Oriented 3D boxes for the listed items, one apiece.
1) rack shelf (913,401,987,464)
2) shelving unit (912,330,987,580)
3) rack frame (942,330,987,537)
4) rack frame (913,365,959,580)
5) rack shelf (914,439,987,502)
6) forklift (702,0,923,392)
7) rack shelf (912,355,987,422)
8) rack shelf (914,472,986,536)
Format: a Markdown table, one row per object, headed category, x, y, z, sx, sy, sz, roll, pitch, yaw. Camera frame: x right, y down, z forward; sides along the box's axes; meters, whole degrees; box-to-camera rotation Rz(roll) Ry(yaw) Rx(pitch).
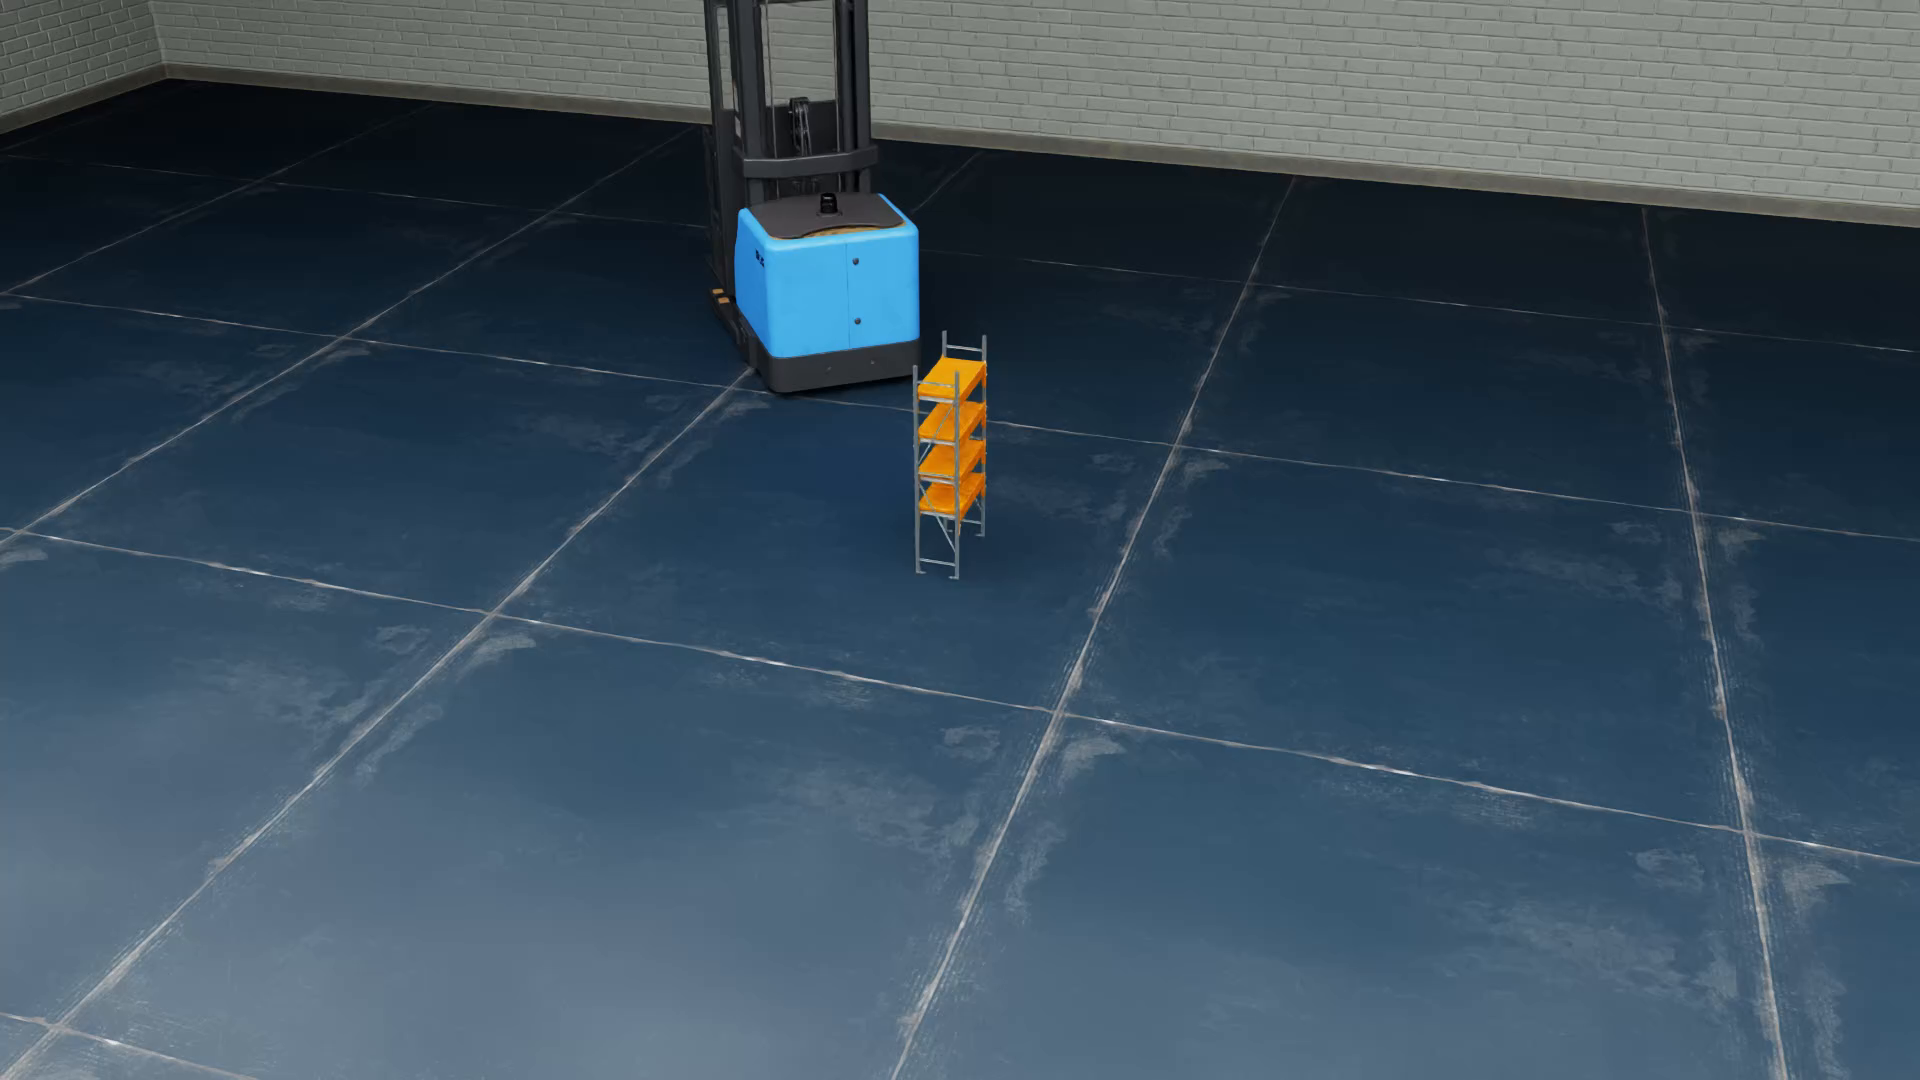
| category | x | y | z | sx | sy | sz | roll | pitch | yaw |
| --- | --- | --- | --- | --- | --- | --- | --- | --- | --- |
| rack shelf | -0.049 | -0.584 | 8.744 | 0.258 | 0.148 | 0.480 | 8 | 30 | 15 |
| shelving unit | -0.049 | -0.447 | 8.820 | 0.258 | 1.200 | 0.503 | 8 | 30 | 15 |
| rack frame | 0.023 | -0.561 | 9.024 | 0.240 | 1.200 | 0.015 | 8 | 30 | 15 |
| rack frame | -0.120 | -0.334 | 8.616 | 0.240 | 1.200 | 0.015 | 8 | 30 | 15 |
| rack shelf | -0.049 | -0.389 | 8.853 | 0.258 | 0.148 | 0.480 | 8 | 30 | 15 |
| forklift | -1.226 | -2.942 | 11.524 | 1.130 | 2.935 | 3.031 | -10 | 31 | -17 |
| rack shelf | -0.049 | -0.791 | 8.629 | 0.258 | 0.148 | 0.480 | 8 | 30 | 15 |
| rack shelf | -0.049 | -0.215 | 8.949 | 0.258 | 0.148 | 0.480 | 8 | 30 | 15 |
